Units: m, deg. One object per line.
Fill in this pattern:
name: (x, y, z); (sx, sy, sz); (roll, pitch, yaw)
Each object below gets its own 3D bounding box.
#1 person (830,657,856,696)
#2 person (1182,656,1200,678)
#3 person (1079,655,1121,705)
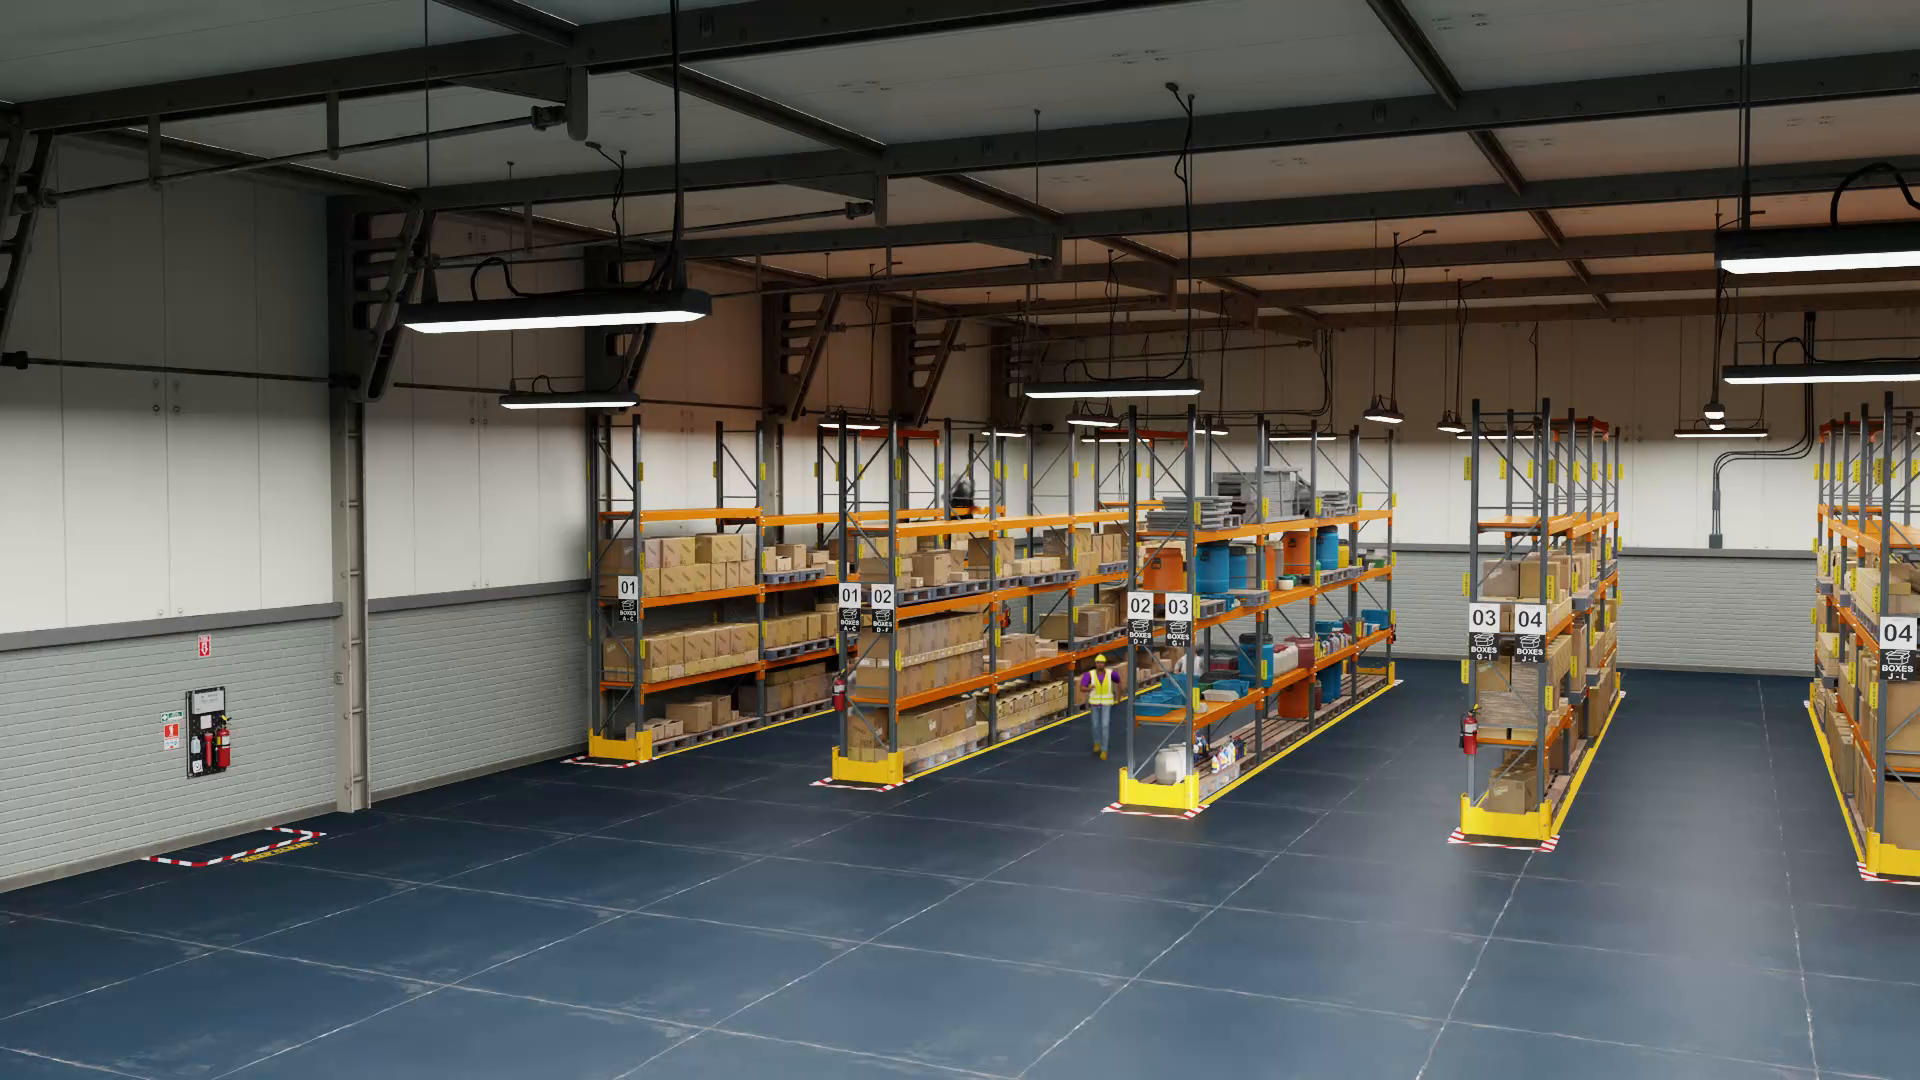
person: (-2.047, 2.921, 29.599); (0.559, 1.686, 0.875); (1, 2, 14)
person: (4.420, 2.921, 31.737); (0.431, 1.435, 0.627); (1, 2, 17)
person: (2.446, 2.452, 29.053); (0.721, 0.901, 0.653); (0, 2, 7)
